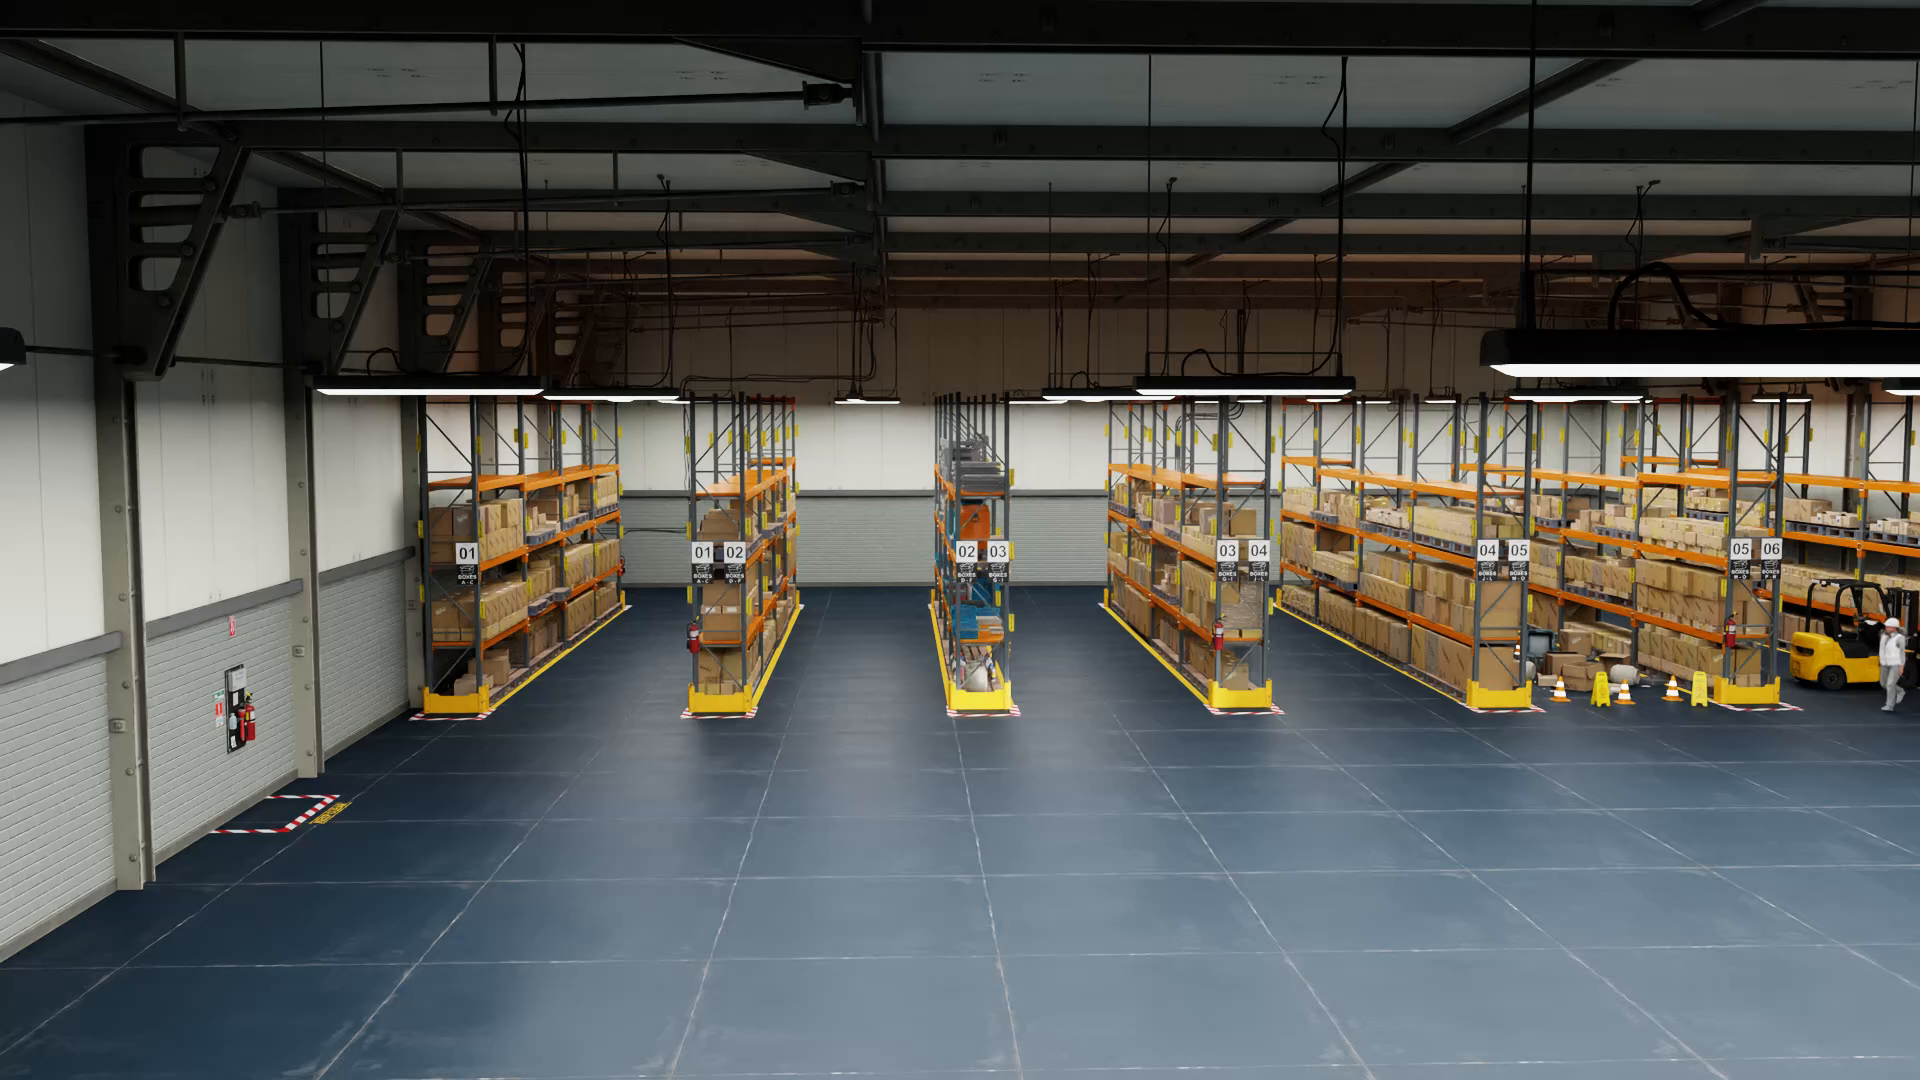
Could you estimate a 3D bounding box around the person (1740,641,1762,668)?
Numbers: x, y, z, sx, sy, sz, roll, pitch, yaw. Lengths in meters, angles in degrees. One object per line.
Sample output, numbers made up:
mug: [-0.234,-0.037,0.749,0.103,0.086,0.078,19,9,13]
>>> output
person: [17.137,1.996,36.134,0.521,1.675,0.479,0,5,2]

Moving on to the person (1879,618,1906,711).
person: [17.637,2.329,31.387,0.803,1.751,0.543,-2,5,-22]

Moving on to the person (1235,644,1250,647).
person: [6.665,1.733,39.587,0.509,1.656,0.495,1,5,8]
